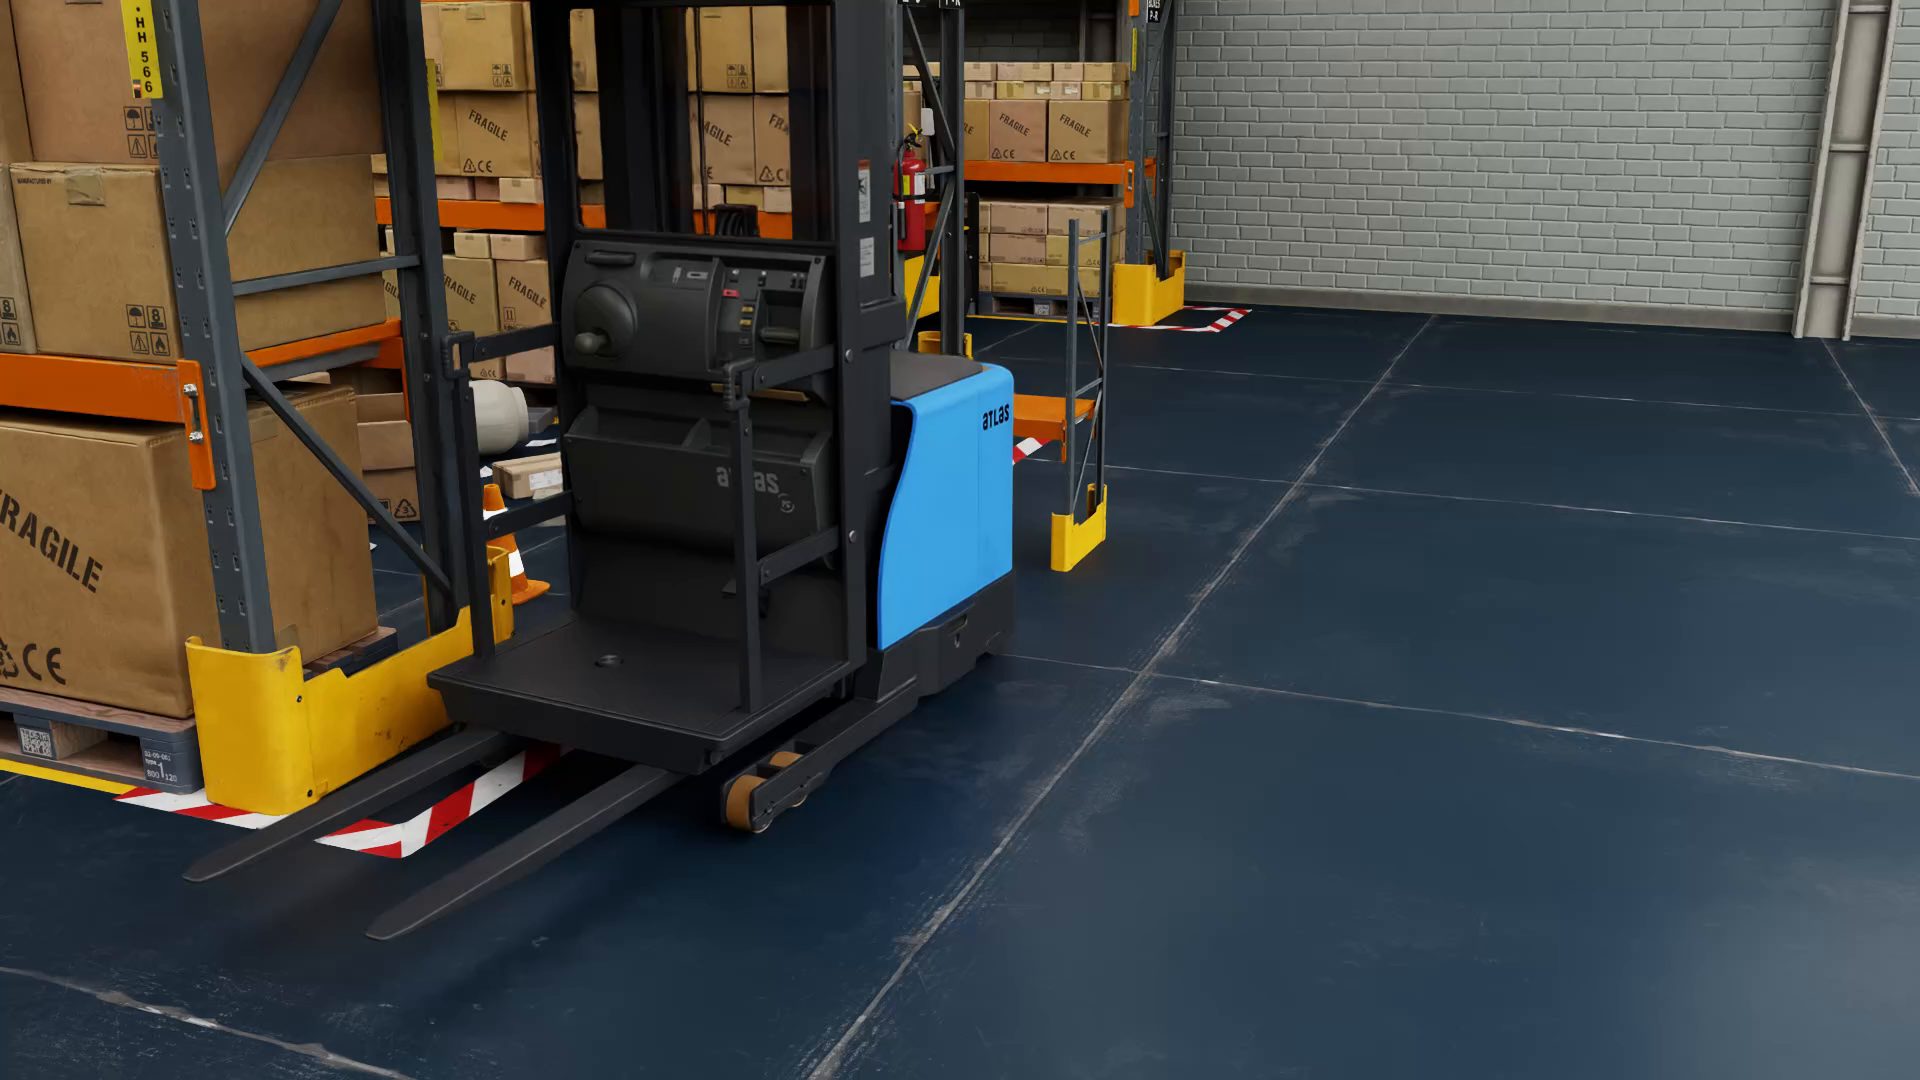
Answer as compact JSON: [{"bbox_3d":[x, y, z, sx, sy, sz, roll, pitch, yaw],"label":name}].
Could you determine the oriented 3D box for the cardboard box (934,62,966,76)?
[{"bbox_3d":[-0.030,-3.967,14.081,0.250,0.149,0.380,7,17,22],"label":"cardboard box"}]

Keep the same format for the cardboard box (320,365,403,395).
[{"bbox_3d":[-3.437,-0.838,9.658,0.500,0.500,0.500,-9,18,-27],"label":"cardboard box"}]

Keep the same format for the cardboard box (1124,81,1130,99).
[{"bbox_3d":[1.384,-3.839,14.176,0.250,0.149,0.380,6,17,19],"label":"cardboard box"}]

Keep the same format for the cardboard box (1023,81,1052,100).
[{"bbox_3d":[0.712,-3.761,13.906,0.250,0.149,0.380,7,17,22],"label":"cardboard box"}]

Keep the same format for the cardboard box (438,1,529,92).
[{"bbox_3d":[-2.680,-2.953,9.958,0.500,0.500,0.700,6,17,19],"label":"cardboard box"}]

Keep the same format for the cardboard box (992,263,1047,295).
[{"bbox_3d":[0.593,-2.279,14.321,0.500,0.250,0.500,6,17,21],"label":"cardboard box"}]

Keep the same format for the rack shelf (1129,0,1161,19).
[{"bbox_3d":[-0.256,-4.678,14.316,4.000,0.370,1.077,6,17,21],"label":"rack shelf"}]

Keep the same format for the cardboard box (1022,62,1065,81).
[{"bbox_3d":[0.700,-3.899,13.848,0.250,0.149,0.380,7,17,22],"label":"cardboard box"}]

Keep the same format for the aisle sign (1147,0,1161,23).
[{"bbox_3d":[1.558,-4.543,13.281,0.004,0.787,0.394,6,17,21],"label":"aisle sign"}]

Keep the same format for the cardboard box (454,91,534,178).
[{"bbox_3d":[-2.689,-2.473,10.099,0.500,0.500,0.500,6,17,20],"label":"cardboard box"}]

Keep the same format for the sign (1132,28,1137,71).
[{"bbox_3d":[1.393,-3.908,13.255,0.005,0.325,0.100,6,17,21],"label":"sign"}]

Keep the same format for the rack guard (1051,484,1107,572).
[{"bbox_3d":[0.534,-0.061,7.436,0.087,0.250,0.587,6,17,21],"label":"rack guard"}]

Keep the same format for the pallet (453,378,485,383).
[{"bbox_3d":[-3.296,-1.101,11.086,1.213,0.211,1.003,6,17,21],"label":"pallet"}]

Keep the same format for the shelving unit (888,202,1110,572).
[{"bbox_3d":[0.071,-0.712,7.438,1.083,1.500,0.587,6,17,21],"label":"shelving unit"}]

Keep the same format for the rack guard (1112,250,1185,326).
[{"bbox_3d":[1.627,-2.175,14.269,0.348,0.500,1.175,6,17,21],"label":"rack guard"}]

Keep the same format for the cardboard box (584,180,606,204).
[{"bbox_3d":[-2.054,-2.114,10.025,0.250,0.149,0.380,6,17,21],"label":"cardboard box"}]

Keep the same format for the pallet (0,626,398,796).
[{"bbox_3d":[-2.708,0.482,5.636,1.213,0.211,1.003,6,17,21],"label":"pallet"}]

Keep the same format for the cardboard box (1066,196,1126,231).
[{"bbox_3d":[1.227,-2.838,14.453,0.500,0.250,0.500,6,17,20],"label":"cardboard box"}]

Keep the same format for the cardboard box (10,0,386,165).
[{"bbox_3d":[-2.266,-1.435,5.029,0.550,0.550,0.875,6,17,21],"label":"cardboard box"}]

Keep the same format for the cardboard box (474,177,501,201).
[{"bbox_3d":[-2.770,-2.178,10.247,0.250,0.149,0.380,6,17,20],"label":"cardboard box"}]

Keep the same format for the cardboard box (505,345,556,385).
[{"bbox_3d":[-2.489,-1.145,10.416,0.500,0.250,0.500,6,17,20],"label":"cardboard box"}]

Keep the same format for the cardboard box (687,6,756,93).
[{"bbox_3d":[-1.236,-2.811,9.468,0.500,0.500,0.700,6,17,21],"label":"cardboard box"}]

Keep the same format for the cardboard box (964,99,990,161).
[{"bbox_3d":[0.094,-3.516,14.225,0.500,0.500,0.500,6,17,20],"label":"cardboard box"}]

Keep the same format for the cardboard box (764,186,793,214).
[{"bbox_3d":[-0.916,-1.949,9.459,0.250,0.149,0.380,6,17,20],"label":"cardboard box"}]

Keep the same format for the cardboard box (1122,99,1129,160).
[{"bbox_3d":[1.246,-3.549,14.338,0.500,0.500,0.500,7,18,22],"label":"cardboard box"}]

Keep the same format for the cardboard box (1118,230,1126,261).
[{"bbox_3d":[1.244,-2.601,14.535,0.500,0.250,0.500,7,17,22],"label":"cardboard box"}]

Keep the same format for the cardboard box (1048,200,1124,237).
[{"bbox_3d":[1.062,-2.705,13.998,0.500,0.250,0.500,7,18,22],"label":"cardboard box"}]

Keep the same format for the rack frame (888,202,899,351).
[{"bbox_3d":[-0.394,-0.764,7.614,0.032,1.500,0.500,6,17,21],"label":"rack frame"}]

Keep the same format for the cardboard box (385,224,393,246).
[{"bbox_3d":[-5.262,-3.190,16.788,0.625,0.625,0.875,7,18,22],"label":"cardboard box"}]

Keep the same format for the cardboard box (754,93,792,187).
[{"bbox_3d":[-0.819,-2.265,9.383,0.500,0.500,0.500,6,17,20],"label":"cardboard box"}]

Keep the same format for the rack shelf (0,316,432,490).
[{"bbox_3d":[-3.796,-0.655,5.840,4.000,0.370,1.077,6,17,21],"label":"rack shelf"}]

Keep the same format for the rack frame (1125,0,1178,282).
[{"bbox_3d":[1.605,-3.378,13.929,0.127,3.000,1.000,6,17,21],"label":"rack frame"}]

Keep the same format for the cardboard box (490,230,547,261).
[{"bbox_3d":[-2.660,-1.815,10.214,0.250,0.149,0.380,7,18,24],"label":"cardboard box"}]

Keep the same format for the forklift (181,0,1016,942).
[{"bbox_3d":[-0.912,-0.707,4.850,1.130,2.935,3.031,8,18,26],"label":"forklift"}]

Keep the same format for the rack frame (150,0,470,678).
[{"bbox_3d":[-1.935,-0.796,5.035,0.127,3.000,1.000,6,17,21],"label":"rack frame"}]

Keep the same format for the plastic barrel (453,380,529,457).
[{"bbox_3d":[-2.690,-0.672,9.228,0.512,0.421,0.421,-9,18,-27],"label":"plastic barrel"}]

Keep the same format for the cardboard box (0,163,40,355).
[{"bbox_3d":[-2.817,-0.945,5.279,0.550,0.550,0.875,6,17,21],"label":"cardboard box"}]

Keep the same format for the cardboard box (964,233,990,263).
[{"bbox_3d":[0.087,-2.569,14.426,0.500,0.250,0.500,6,17,19],"label":"cardboard box"}]

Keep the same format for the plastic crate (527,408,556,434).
[{"bbox_3d":[-2.775,-0.724,10.024,0.583,0.080,0.402,0,16,1],"label":"plastic crate"}]

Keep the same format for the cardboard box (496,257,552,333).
[{"bbox_3d":[-2.500,-1.505,10.312,0.500,0.500,0.500,7,18,24],"label":"cardboard box"}]

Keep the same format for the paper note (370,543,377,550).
[{"bbox_3d":[-2.732,0.034,7.504,0.142,0.017,0.144,14,21,40],"label":"paper note"}]
